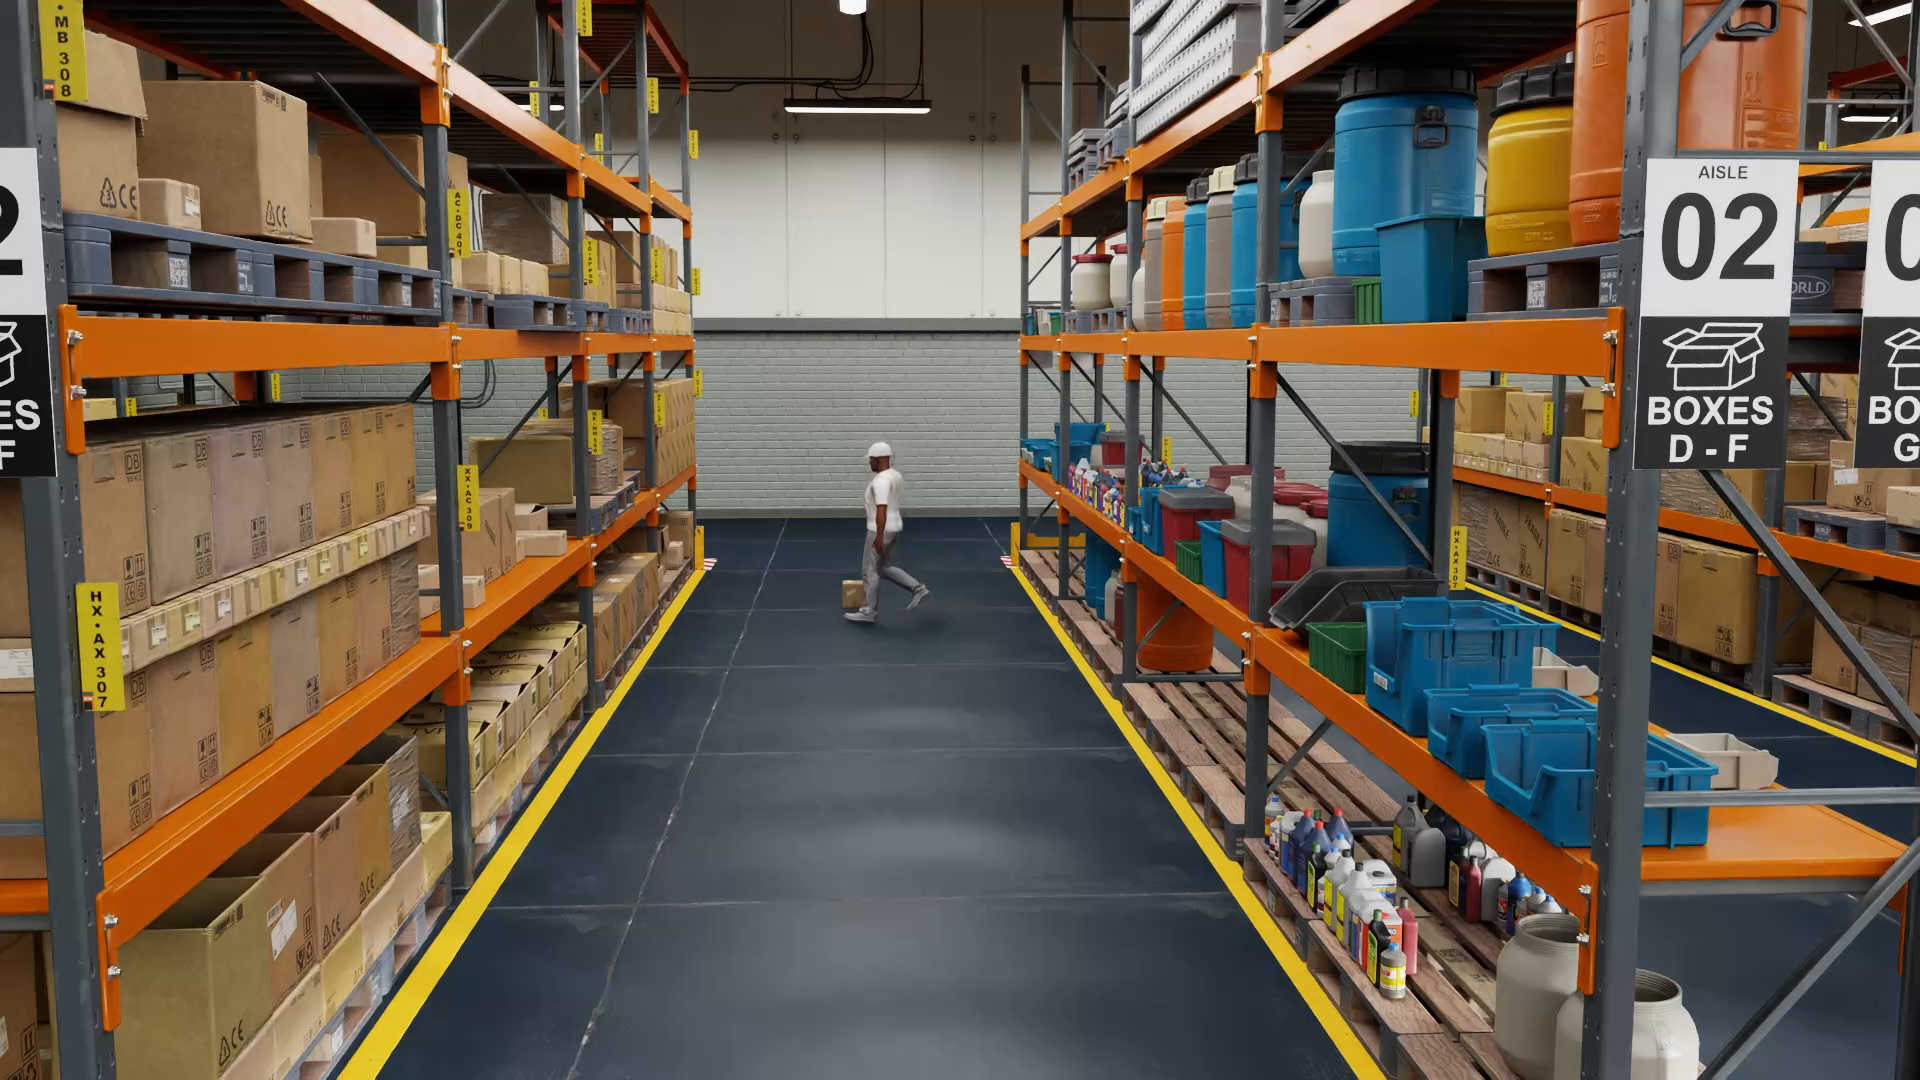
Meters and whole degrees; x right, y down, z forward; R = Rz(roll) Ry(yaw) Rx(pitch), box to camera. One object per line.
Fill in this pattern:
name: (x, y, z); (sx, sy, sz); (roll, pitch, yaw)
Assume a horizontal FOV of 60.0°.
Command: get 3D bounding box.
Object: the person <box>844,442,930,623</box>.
person: (-0.707, -0.082, 16.351); (0.781, 1.752, 0.608); (2, 7, 16)
